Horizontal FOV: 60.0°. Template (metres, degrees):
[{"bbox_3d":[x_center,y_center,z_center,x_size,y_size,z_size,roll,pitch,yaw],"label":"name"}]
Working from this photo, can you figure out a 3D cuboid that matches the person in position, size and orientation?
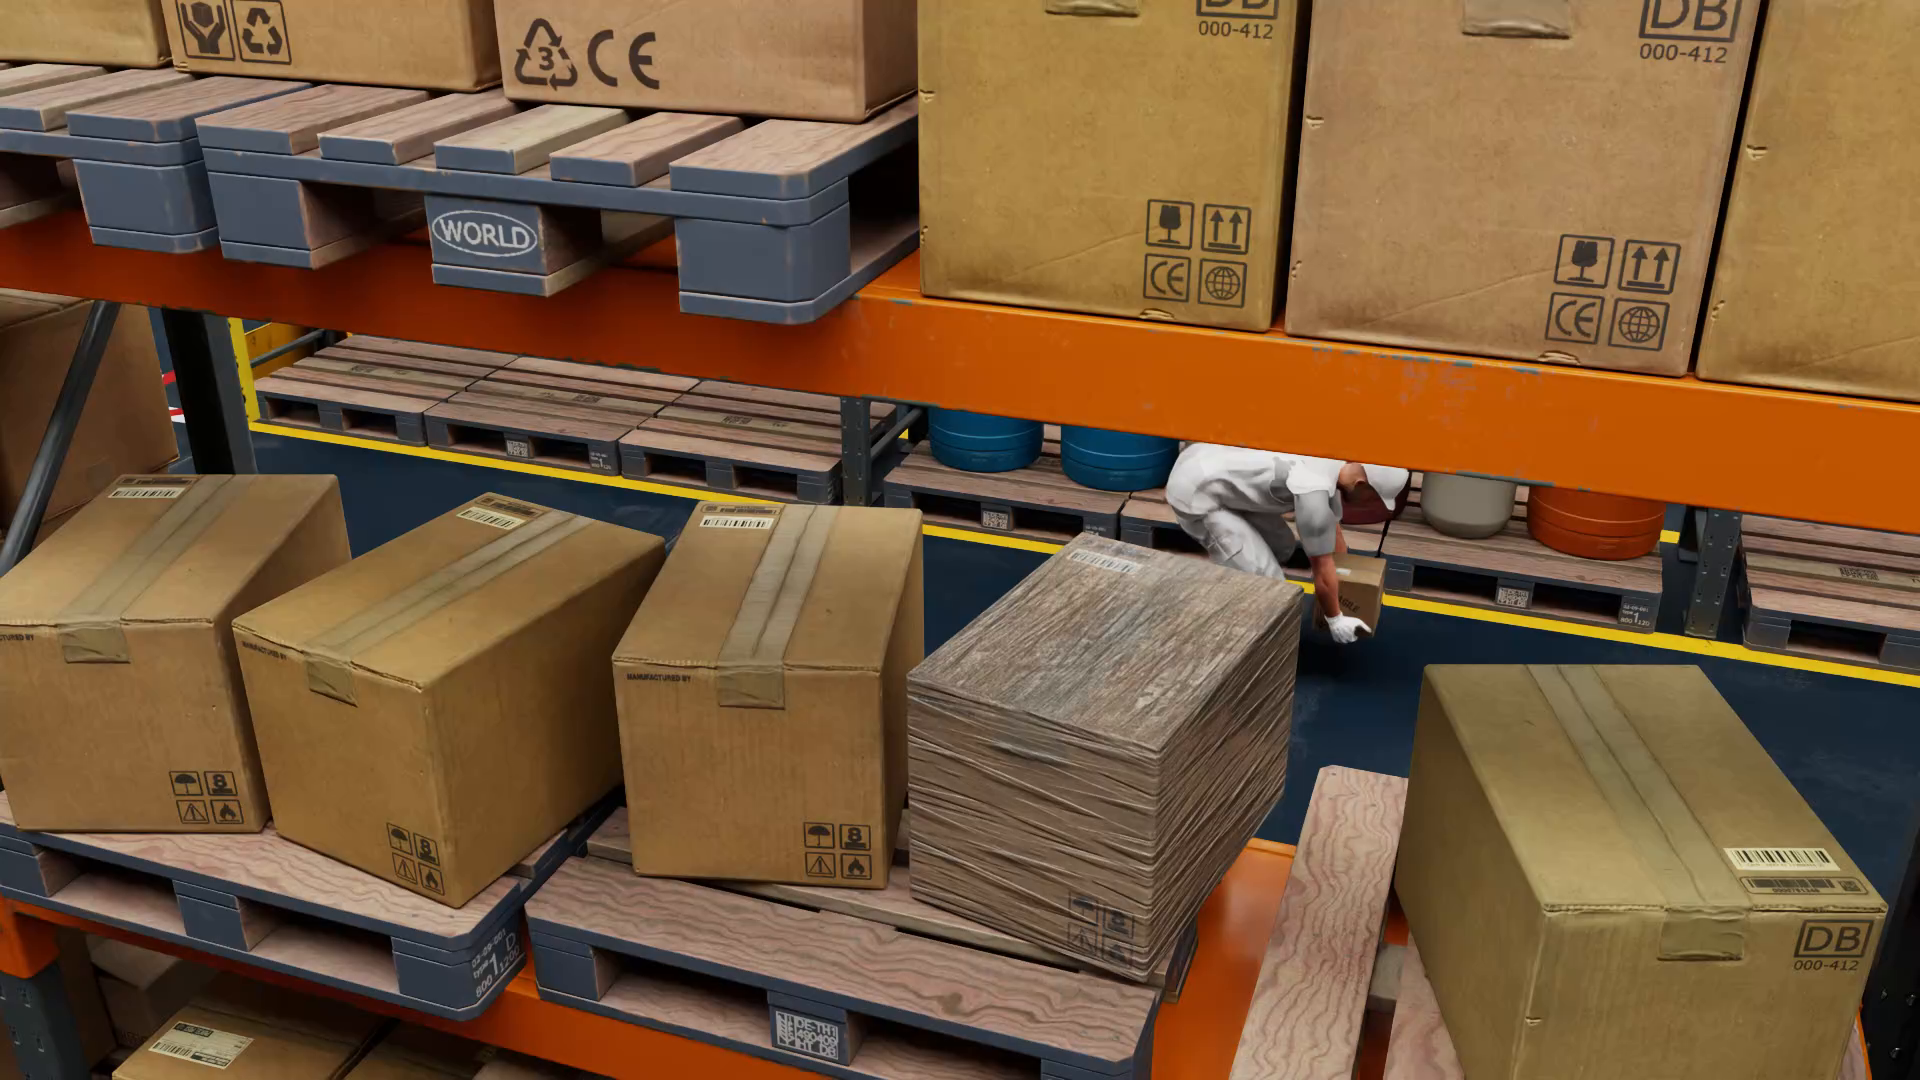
[{"bbox_3d":[1.323,0.042,6.897,0.958,1.011,0.535,7,26,15],"label":"person"}]
